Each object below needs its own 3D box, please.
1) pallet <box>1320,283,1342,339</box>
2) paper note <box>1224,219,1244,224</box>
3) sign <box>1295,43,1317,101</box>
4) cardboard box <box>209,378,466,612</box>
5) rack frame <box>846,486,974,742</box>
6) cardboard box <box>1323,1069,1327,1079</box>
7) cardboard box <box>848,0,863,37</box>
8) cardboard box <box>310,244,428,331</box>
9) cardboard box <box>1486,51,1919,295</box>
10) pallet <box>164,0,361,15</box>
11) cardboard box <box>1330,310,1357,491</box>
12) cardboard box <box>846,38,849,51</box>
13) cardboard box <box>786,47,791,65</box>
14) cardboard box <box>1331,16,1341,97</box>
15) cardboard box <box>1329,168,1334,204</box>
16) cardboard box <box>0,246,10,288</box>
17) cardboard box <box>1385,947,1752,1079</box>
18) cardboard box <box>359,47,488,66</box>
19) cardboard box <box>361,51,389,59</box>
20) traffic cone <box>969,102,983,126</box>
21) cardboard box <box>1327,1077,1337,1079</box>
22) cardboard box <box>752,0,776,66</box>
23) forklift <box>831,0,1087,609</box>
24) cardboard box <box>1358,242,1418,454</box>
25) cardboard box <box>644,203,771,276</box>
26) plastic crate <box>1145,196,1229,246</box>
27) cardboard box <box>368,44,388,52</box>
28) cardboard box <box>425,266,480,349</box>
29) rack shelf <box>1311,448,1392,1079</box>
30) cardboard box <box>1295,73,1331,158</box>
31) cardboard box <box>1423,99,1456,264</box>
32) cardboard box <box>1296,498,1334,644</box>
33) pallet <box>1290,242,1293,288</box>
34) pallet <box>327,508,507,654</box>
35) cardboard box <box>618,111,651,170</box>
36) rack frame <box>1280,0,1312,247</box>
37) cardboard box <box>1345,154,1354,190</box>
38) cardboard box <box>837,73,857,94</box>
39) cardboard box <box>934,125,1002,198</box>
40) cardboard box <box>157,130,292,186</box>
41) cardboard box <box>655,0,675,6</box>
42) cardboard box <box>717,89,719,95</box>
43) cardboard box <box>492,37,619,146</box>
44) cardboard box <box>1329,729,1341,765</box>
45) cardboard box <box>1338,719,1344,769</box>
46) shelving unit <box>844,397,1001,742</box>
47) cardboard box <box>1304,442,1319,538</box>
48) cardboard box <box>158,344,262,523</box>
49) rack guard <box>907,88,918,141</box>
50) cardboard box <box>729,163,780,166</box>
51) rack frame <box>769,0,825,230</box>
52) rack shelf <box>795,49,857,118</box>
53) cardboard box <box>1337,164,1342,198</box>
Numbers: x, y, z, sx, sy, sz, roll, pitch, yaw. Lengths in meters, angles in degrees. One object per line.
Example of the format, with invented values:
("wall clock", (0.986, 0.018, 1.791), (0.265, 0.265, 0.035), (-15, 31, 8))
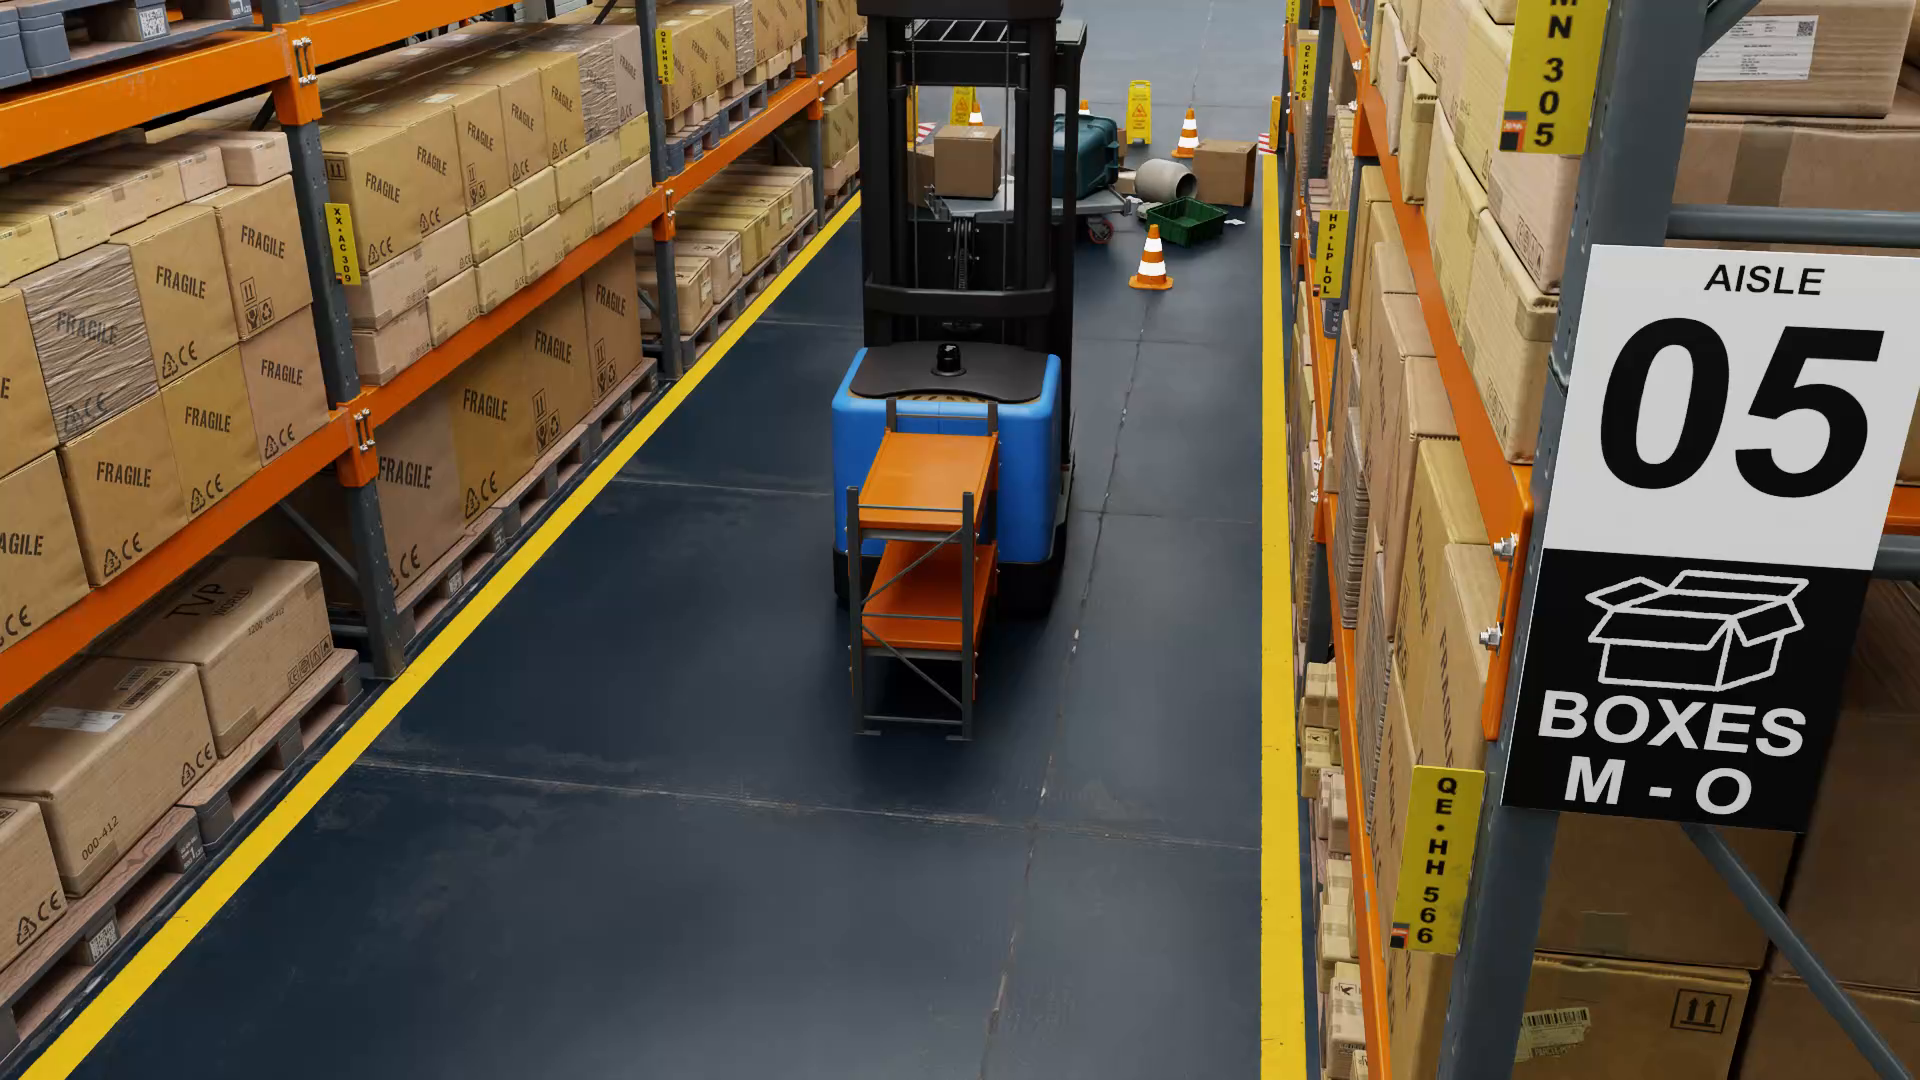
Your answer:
("pallet", (2.272, -1.238, 8.083), (1.003, 0.211, 1.213), (4, 25, 9))
("paper note", (2.425, -2.828, 14.755), (0.147, 0.020, 0.142), (-14, 29, -27))
("sign", (2.007, -2.717, 9.651), (0.100, 0.325, 0.005), (4, 25, 9))
("cardboard box", (-2.976, -0.276, 7.812), (0.875, 0.875, 0.875), (5, 26, 10))
("rack frame", (-0.196, 0.315, 6.750), (0.500, 1.125, 0.032), (3, 25, 6))
("cardboard box", (1.205, 1.622, 4.613), (0.380, 0.149, 0.250), (3, 25, 6))
("cardboard box", (-1.191, -4.895, 15.200), (0.500, 0.500, 0.500), (4, 25, 8))
("cardboard box", (-2.649, -1.106, 7.162), (0.500, 0.250, 0.500), (3, 25, 7))
("cardboard box", (1.072, -0.537, 2.408), (0.500, 0.250, 0.500), (3, 25, 7))
("pallet", (-2.898, -2.442, 7.116), (0.805, 0.209, 1.217), (3, 25, 6))
("cardboard box", (1.572, -0.473, 5.753), (0.500, 0.500, 0.500), (4, 25, 8))
("cardboard box", (-1.233, -4.562, 15.254), (0.380, 0.149, 0.250), (4, 25, 8))
("cardboard box", (-1.564, -3.862, 13.264), (0.380, 0.149, 0.250), (3, 25, 7))
("cardboard box", (2.719, -3.052, 10.435), (0.700, 0.500, 0.500), (4, 25, 8))
("cardboard box", (2.239, -1.947, 9.171), (0.380, 0.149, 0.250), (5, 26, 11))
("cardboard box", (-3.032, -0.790, 4.837), (0.380, 0.149, 0.250), (4, 25, 9))
("cardboard box", (1.067, 0.805, 3.024), (0.500, 0.500, 0.500), (5, 25, 10))
("cardboard box", (-2.838, -2.342, 8.917), (0.500, 0.500, 0.500), (5, 25, 10))
("cardboard box", (-5.853, -4.902, 17.254), (0.500, 0.250, 0.500), (4, 25, 9))
("traffic cone", (0.165, -4.384, 17.570), (0.336, 0.463, 0.334), (4, 25, 9))
("cardboard box", (1.207, 1.481, 4.564), (0.380, 0.149, 0.250), (4, 25, 9))
("cardboard box", (-1.711, -3.867, 12.510), (0.500, 0.500, 0.500), (5, 26, 10))
("forklift", (0.069, -1.593, 8.695), (1.130, 2.935, 3.031), (3, 25, 6))
("cardboard box", (1.404, -0.517, 4.668), (0.500, 0.500, 0.500), (4, 25, 9))
("cardboard box", (-2.001, -2.318, 12.768), (0.950, 0.372, 0.625), (5, 26, 10))
("plastic crate", (1.945, -2.744, 14.324), (0.450, 0.188, 0.662), (29, 36, 30))
("cardboard box", (-6.279, -5.145, 17.772), (0.500, 0.250, 0.500), (4, 25, 9))
("cardboard box", (-2.583, -1.098, 7.734), (0.500, 0.250, 0.500), (3, 25, 7))
("rack shelf", (1.574, 0.680, 4.608), (1.077, 0.370, 4.000), (4, 25, 9))
("cardboard box", (2.528, -2.825, 11.130), (0.500, 0.500, 0.500), (4, 25, 8))
("cardboard box", (1.231, -0.729, 3.408), (0.500, 0.250, 0.500), (5, 26, 11))
("cardboard box", (1.774, 0.132, 7.382), (0.500, 0.500, 0.500), (4, 25, 8))
("pallet", (3.157, -2.238, 13.281), (1.003, 0.211, 1.213), (4, 25, 9))
("pallet", (-2.947, 0.152, 8.177), (1.003, 0.211, 1.213), (4, 25, 9))
("cardboard box", (-2.174, -2.395, 9.915), (0.500, 0.250, 0.500), (4, 25, 8))
("rack frame", (3.209, -3.828, 13.391), (1.000, 3.000, 0.127), (4, 25, 9))
("cardboard box", (2.075, -1.772, 8.096), (0.380, 0.149, 0.250), (5, 26, 10))
("cardboard box", (-1.167, -4.199, 15.280), (0.380, 0.149, 0.250), (5, 26, 11))
("cardboard box", (0.070, -3.229, 14.166), (0.500, 0.500, 0.500), (4, 25, 9))
("cardboard box", (-2.735, -1.424, 6.192), (0.380, 0.149, 0.250), (4, 25, 7))
("cardboard box", (-2.300, -3.692, 12.136), (0.500, 0.500, 0.500), (3, 25, 6))
("cardboard box", (-1.911, -3.103, 11.641), (0.380, 0.149, 0.250), (6, 26, 12))
("cardboard box", (-2.247, -2.505, 9.266), (0.500, 0.500, 0.500), (4, 25, 9))
("cardboard box", (1.573, 0.725, 6.179), (0.380, 0.149, 0.250), (4, 25, 9))
("cardboard box", (1.544, 0.699, 5.884), (0.380, 0.149, 0.250), (4, 25, 8))
("shelving unit", (-0.138, 0.101, 7.208), (0.538, 1.125, 1.048), (3, 25, 6))
("cardboard box", (1.773, -0.209, 7.228), (0.500, 0.250, 0.500), (3, 25, 7))
("cardboard box", (-2.901, -0.401, 5.951), (0.500, 0.500, 0.500), (3, 25, 7))
("rack guard", (-1.050, -4.638, 18.069), (1.175, 0.500, 0.348), (4, 25, 9))
("cardboard box", (-1.860, -3.340, 15.095), (0.500, 0.250, 0.500), (5, 26, 11))
("rack frame", (-1.691, -4.129, 14.033), (1.000, 3.000, 0.127), (4, 25, 9))
("rack shelf", (-1.365, -4.640, 15.973), (1.077, 0.370, 4.000), (4, 25, 9))
("cardboard box", (2.154, -1.847, 8.609), (0.380, 0.149, 0.250), (4, 25, 9))
